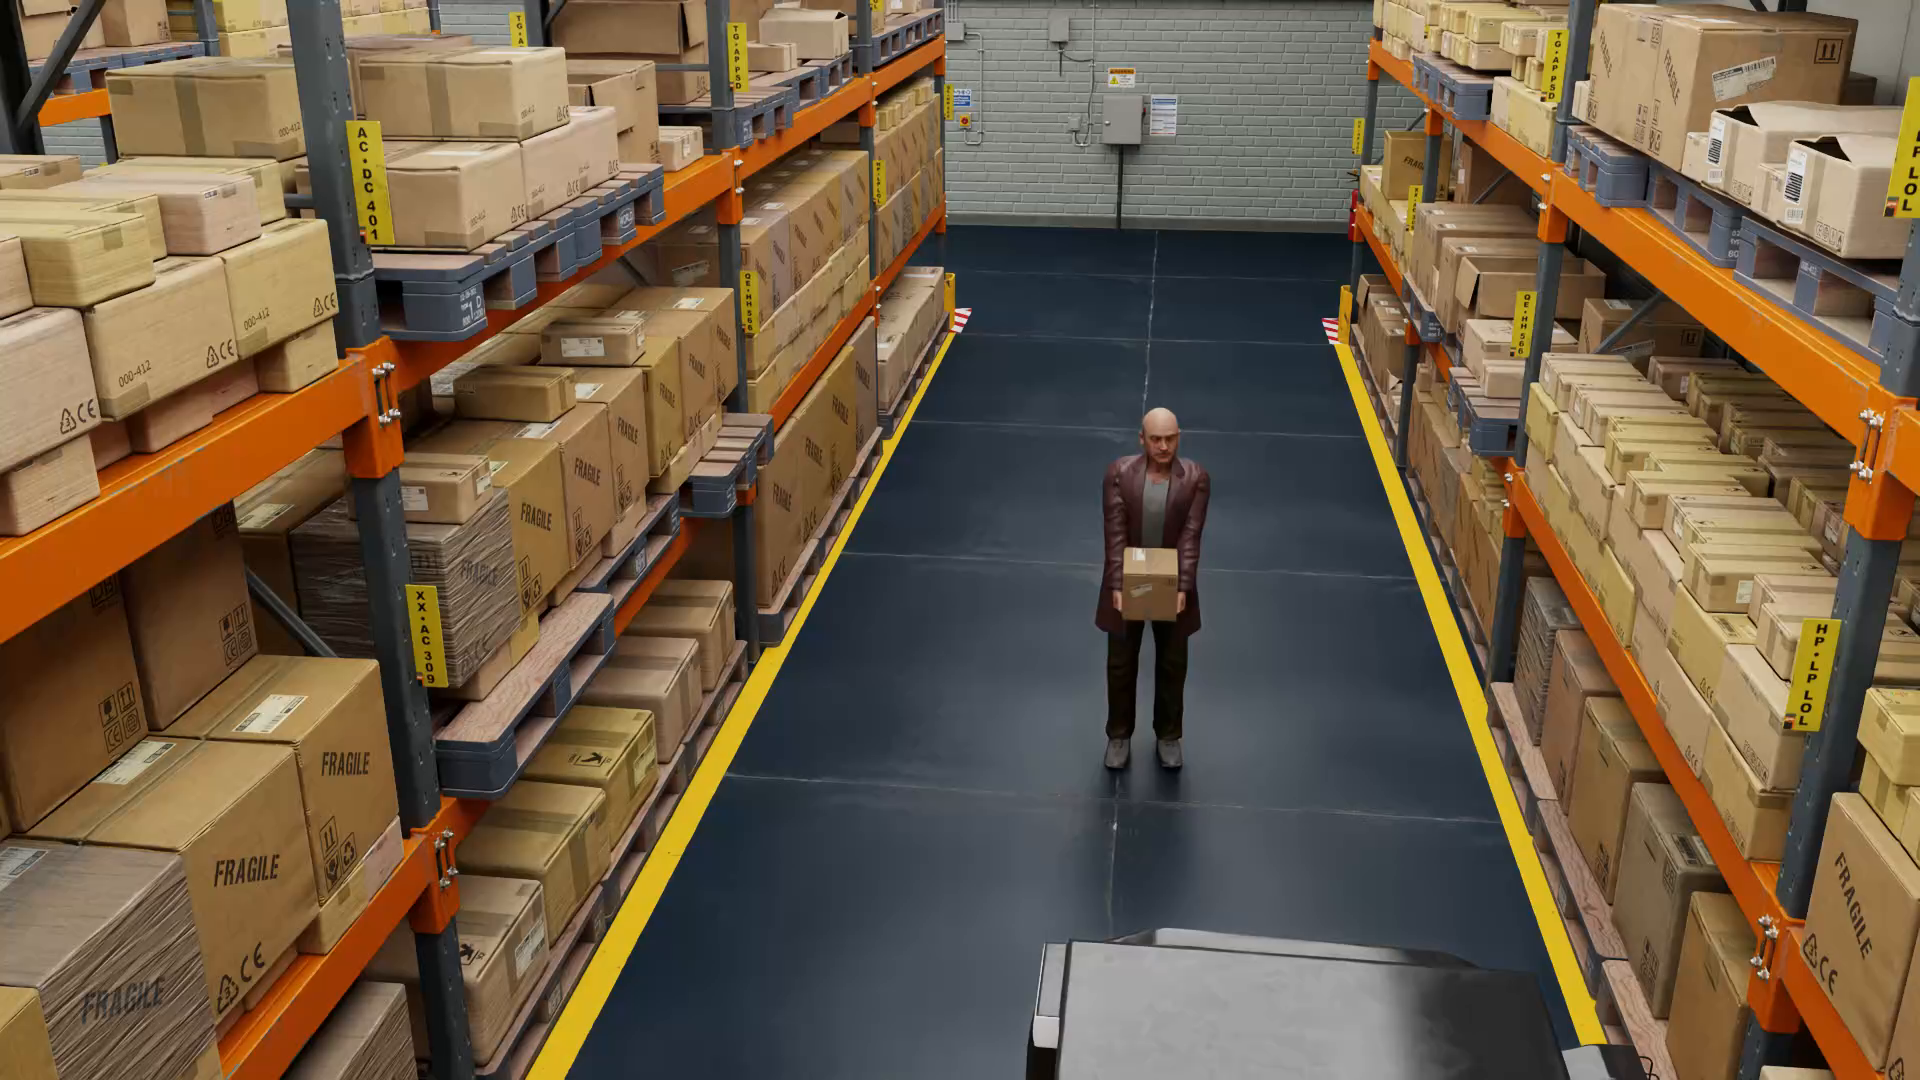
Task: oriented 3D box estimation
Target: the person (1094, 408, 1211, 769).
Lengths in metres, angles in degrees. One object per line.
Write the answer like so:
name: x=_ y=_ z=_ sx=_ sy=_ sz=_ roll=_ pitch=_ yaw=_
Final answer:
person: x=0.909 y=0.256 z=7.938 sx=0.525 sy=1.779 sz=0.558 roll=2 pitch=21 yaw=5
